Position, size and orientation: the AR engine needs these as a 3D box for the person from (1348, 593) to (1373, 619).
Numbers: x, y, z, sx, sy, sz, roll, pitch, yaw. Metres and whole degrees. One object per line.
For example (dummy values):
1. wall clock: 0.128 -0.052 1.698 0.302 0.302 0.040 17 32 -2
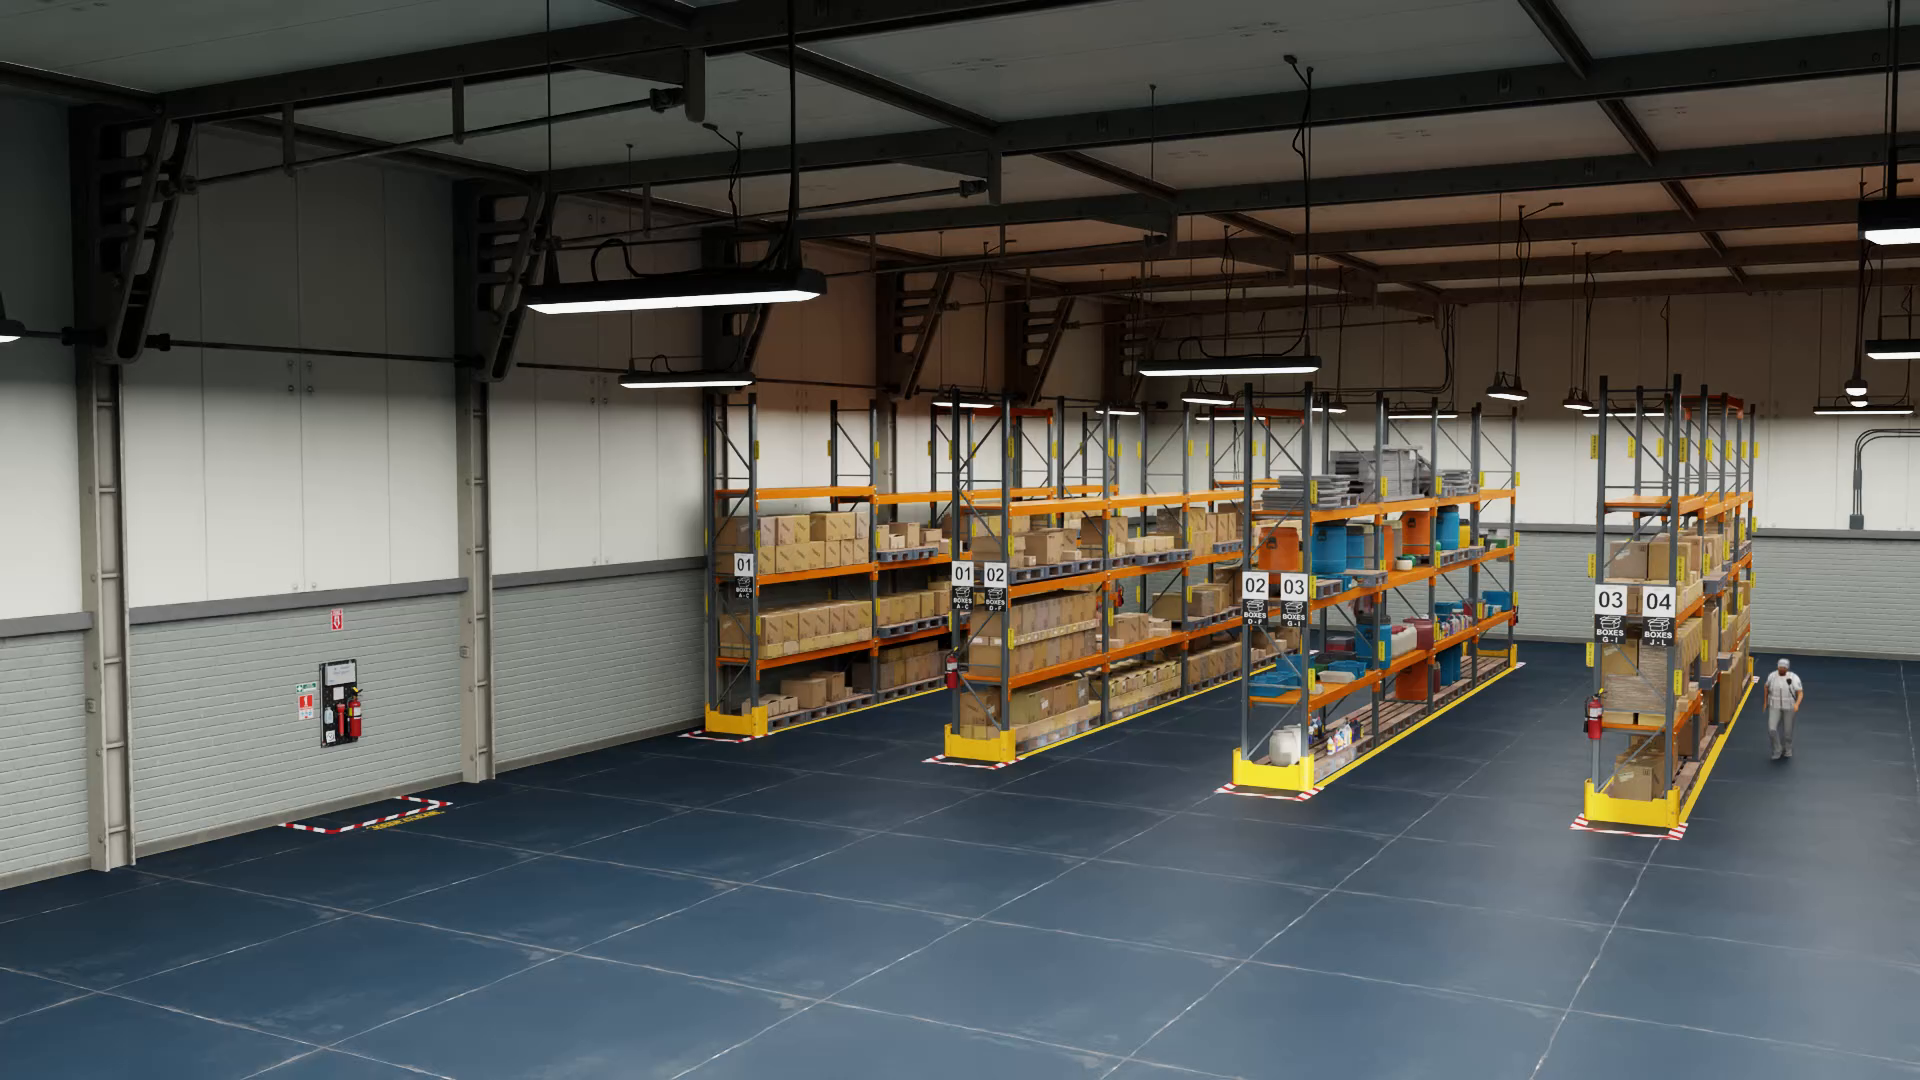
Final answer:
1. person: 10.419 1.779 43.162 0.648 1.715 1.128 1 3 24

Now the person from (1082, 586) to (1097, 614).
1. person: 2.894 1.865 38.461 0.555 1.564 1.063 1 3 20

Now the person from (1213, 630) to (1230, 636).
1. person: 6.974 1.782 44.608 0.473 1.600 0.925 -2 4 -34

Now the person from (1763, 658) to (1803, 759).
1. person: 13.385 2.765 27.058 0.596 1.713 0.681 2 4 34
